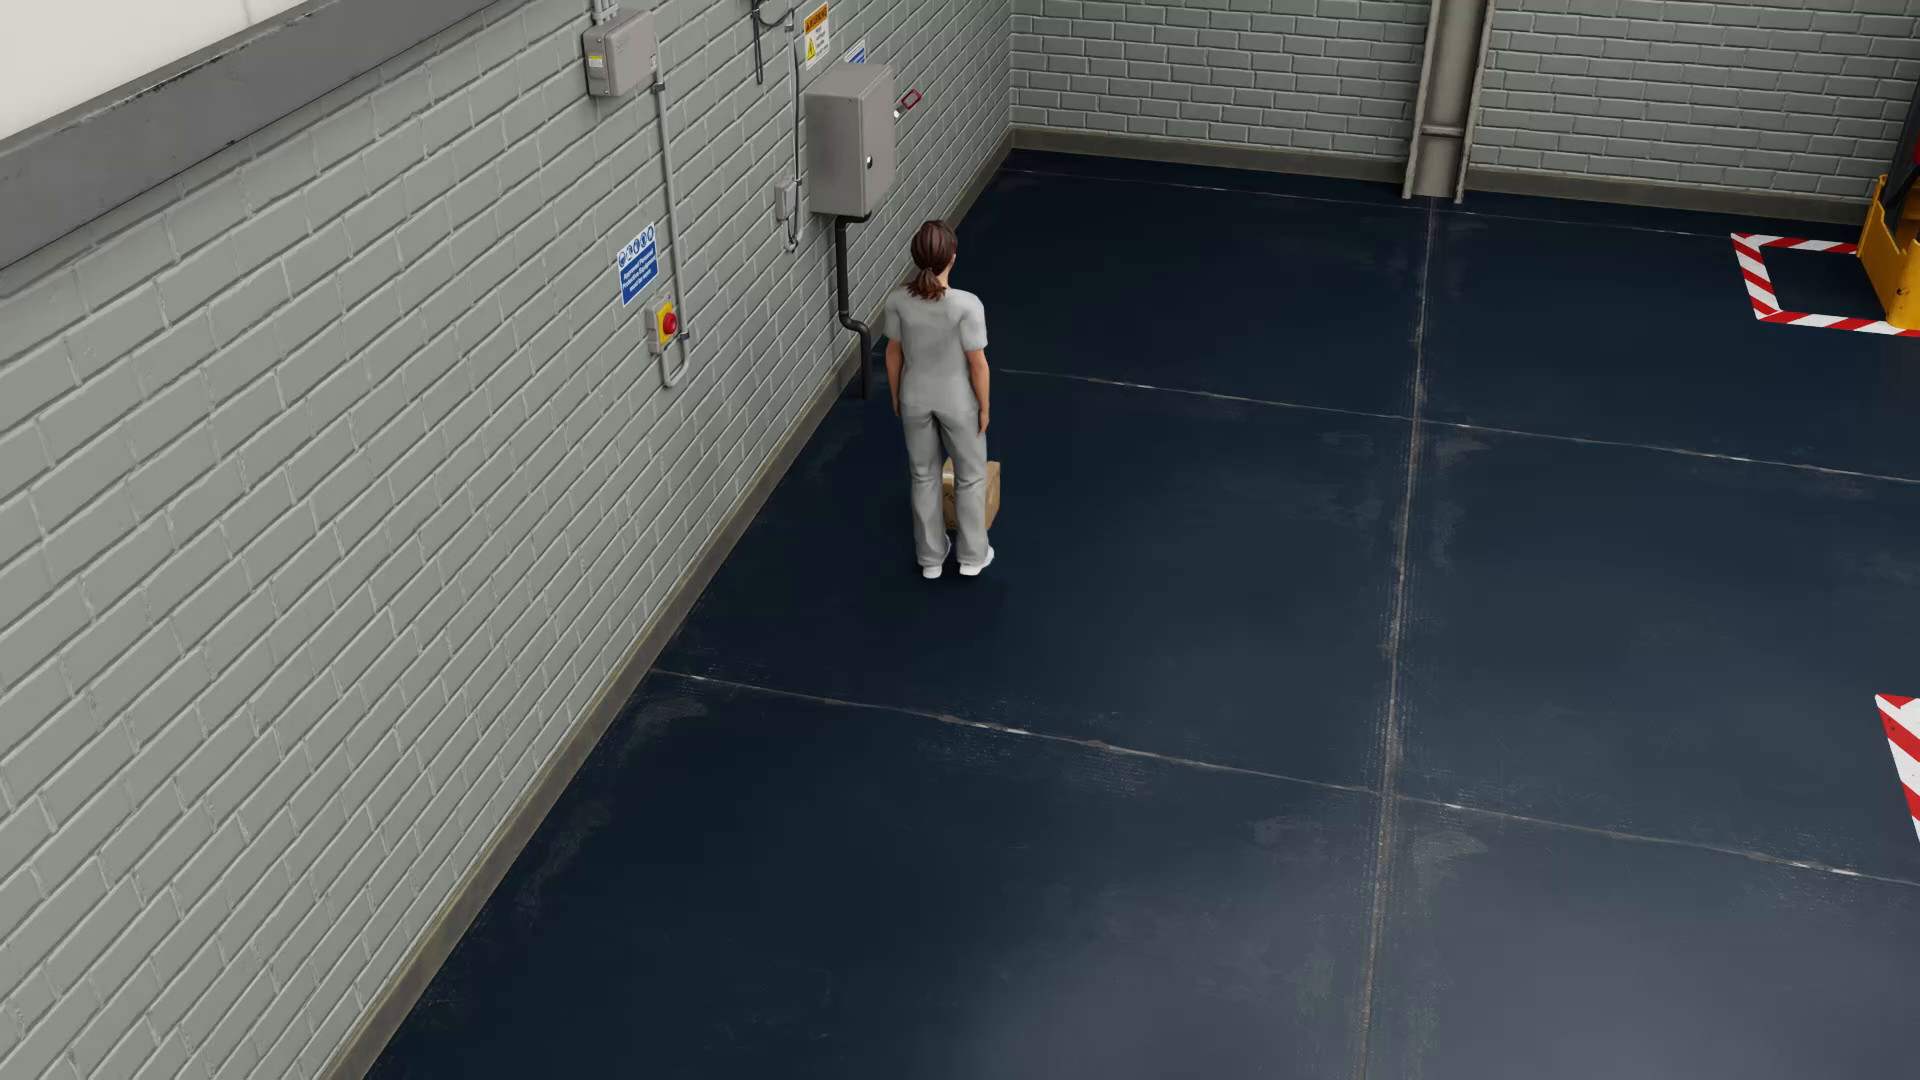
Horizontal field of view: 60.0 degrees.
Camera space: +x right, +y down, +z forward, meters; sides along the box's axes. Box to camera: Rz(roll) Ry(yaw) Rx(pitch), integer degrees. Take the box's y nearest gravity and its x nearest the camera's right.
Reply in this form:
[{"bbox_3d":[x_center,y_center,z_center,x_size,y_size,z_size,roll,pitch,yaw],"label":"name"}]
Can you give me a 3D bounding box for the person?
[{"bbox_3d":[-0.082,-0.567,7.032,0.445,1.697,0.449,9,34,13],"label":"person"}]
